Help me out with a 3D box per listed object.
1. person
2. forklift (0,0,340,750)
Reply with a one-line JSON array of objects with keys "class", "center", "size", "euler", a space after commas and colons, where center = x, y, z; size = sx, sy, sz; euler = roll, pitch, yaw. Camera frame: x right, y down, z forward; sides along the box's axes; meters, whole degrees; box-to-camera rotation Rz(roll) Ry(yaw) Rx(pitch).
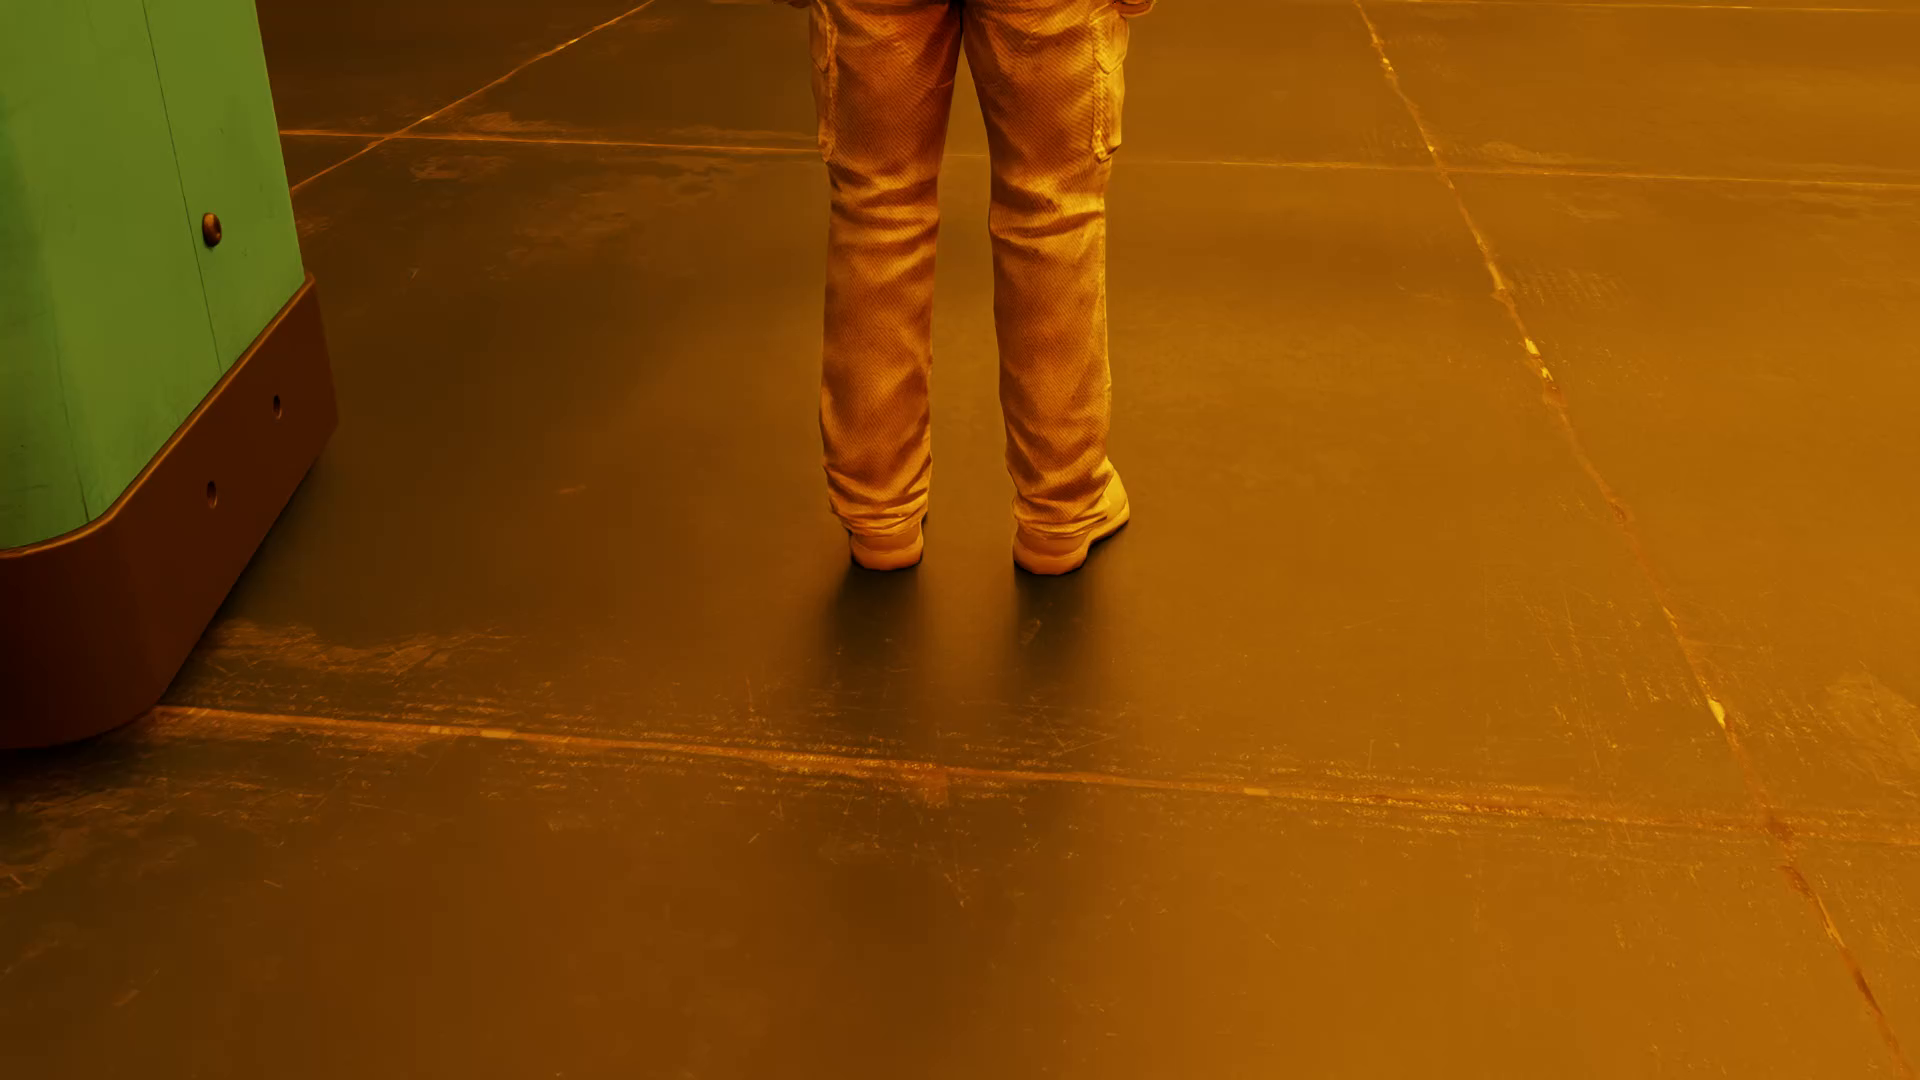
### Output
[{"class": "person", "center": [-0.002, -0.799, 2.104], "size": [0.543, 1.789, 0.387], "euler": [3, 27, 7]}, {"class": "forklift", "center": [-2.489, -1.192, 1.606], "size": [3.031, 2.935, 1.130], "euler": [-2, 27, -4]}]
